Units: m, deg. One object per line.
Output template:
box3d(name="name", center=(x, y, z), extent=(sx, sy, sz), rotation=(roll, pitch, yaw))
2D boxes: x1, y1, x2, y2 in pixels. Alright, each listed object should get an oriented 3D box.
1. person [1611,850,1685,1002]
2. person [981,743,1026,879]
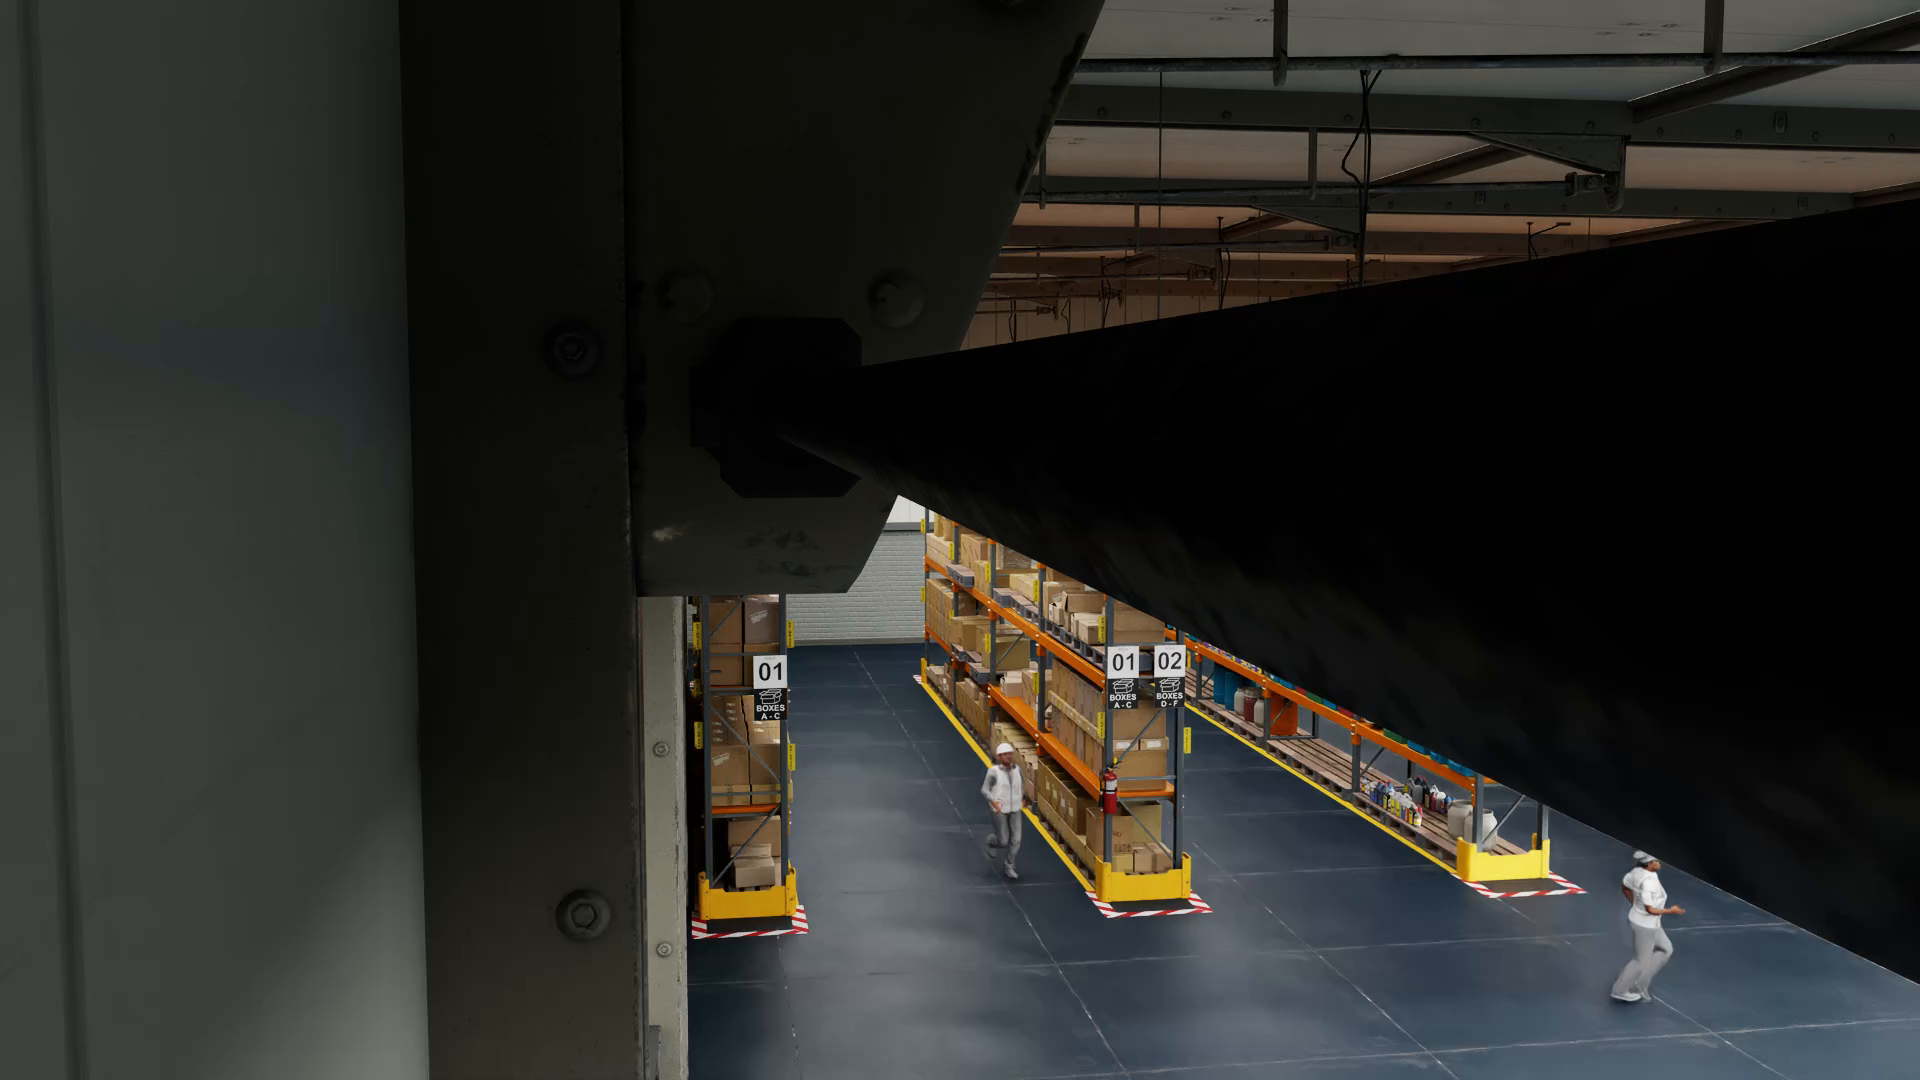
box3d(name="person", center=(7.117, 3.986, 17.197), extent=(0.681, 1.698, 0.548), rotation=(1, 5, 15))
box3d(name="person", center=(0.599, 3.541, 21.954), extent=(0.661, 1.745, 0.732), rotation=(-2, 5, -23))
